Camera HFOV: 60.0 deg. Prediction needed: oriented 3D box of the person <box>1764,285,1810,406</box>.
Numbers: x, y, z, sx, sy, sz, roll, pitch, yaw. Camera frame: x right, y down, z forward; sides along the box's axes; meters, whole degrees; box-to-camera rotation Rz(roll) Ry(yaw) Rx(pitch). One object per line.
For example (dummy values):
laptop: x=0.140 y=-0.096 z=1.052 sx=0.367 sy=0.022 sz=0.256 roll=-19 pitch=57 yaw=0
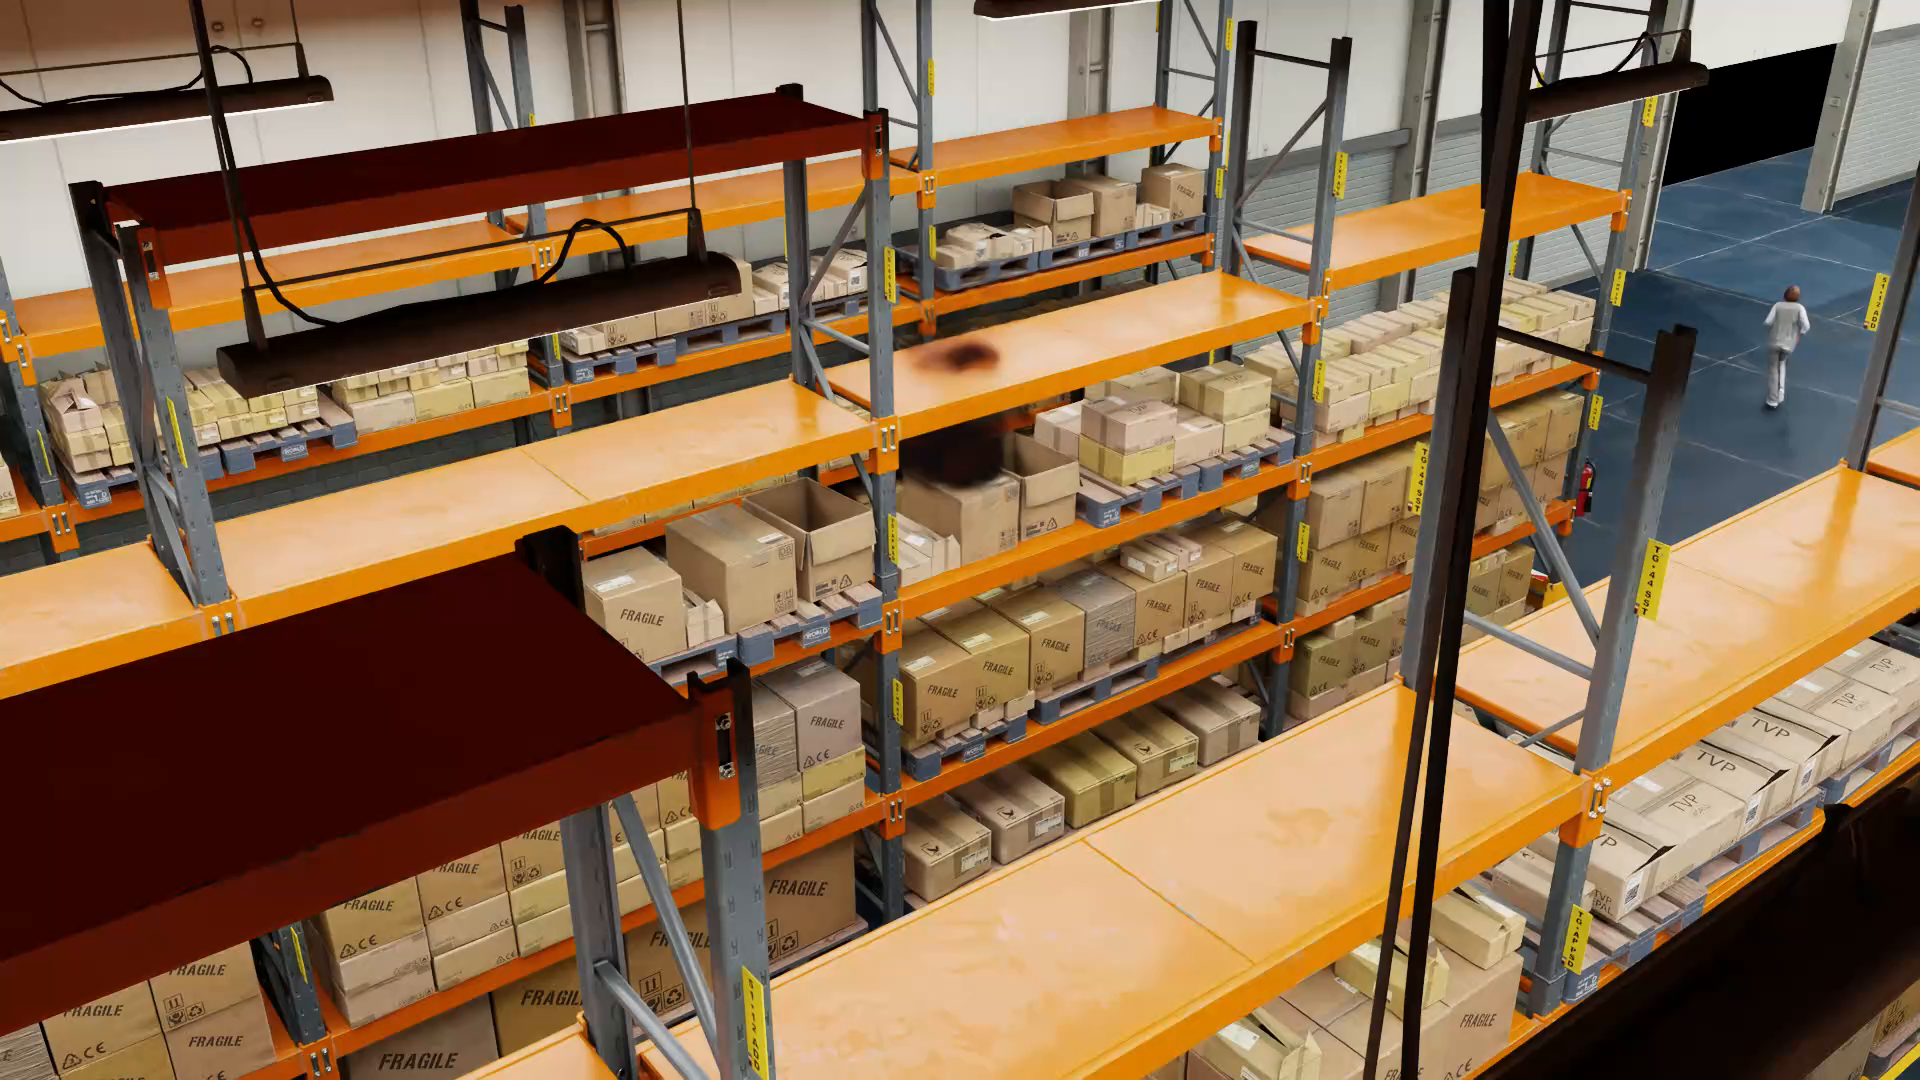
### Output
person: x=10.598 y=-2.520 z=21.471 sx=0.512 sy=1.565 sz=0.631 roll=8 pitch=27 yaw=16
